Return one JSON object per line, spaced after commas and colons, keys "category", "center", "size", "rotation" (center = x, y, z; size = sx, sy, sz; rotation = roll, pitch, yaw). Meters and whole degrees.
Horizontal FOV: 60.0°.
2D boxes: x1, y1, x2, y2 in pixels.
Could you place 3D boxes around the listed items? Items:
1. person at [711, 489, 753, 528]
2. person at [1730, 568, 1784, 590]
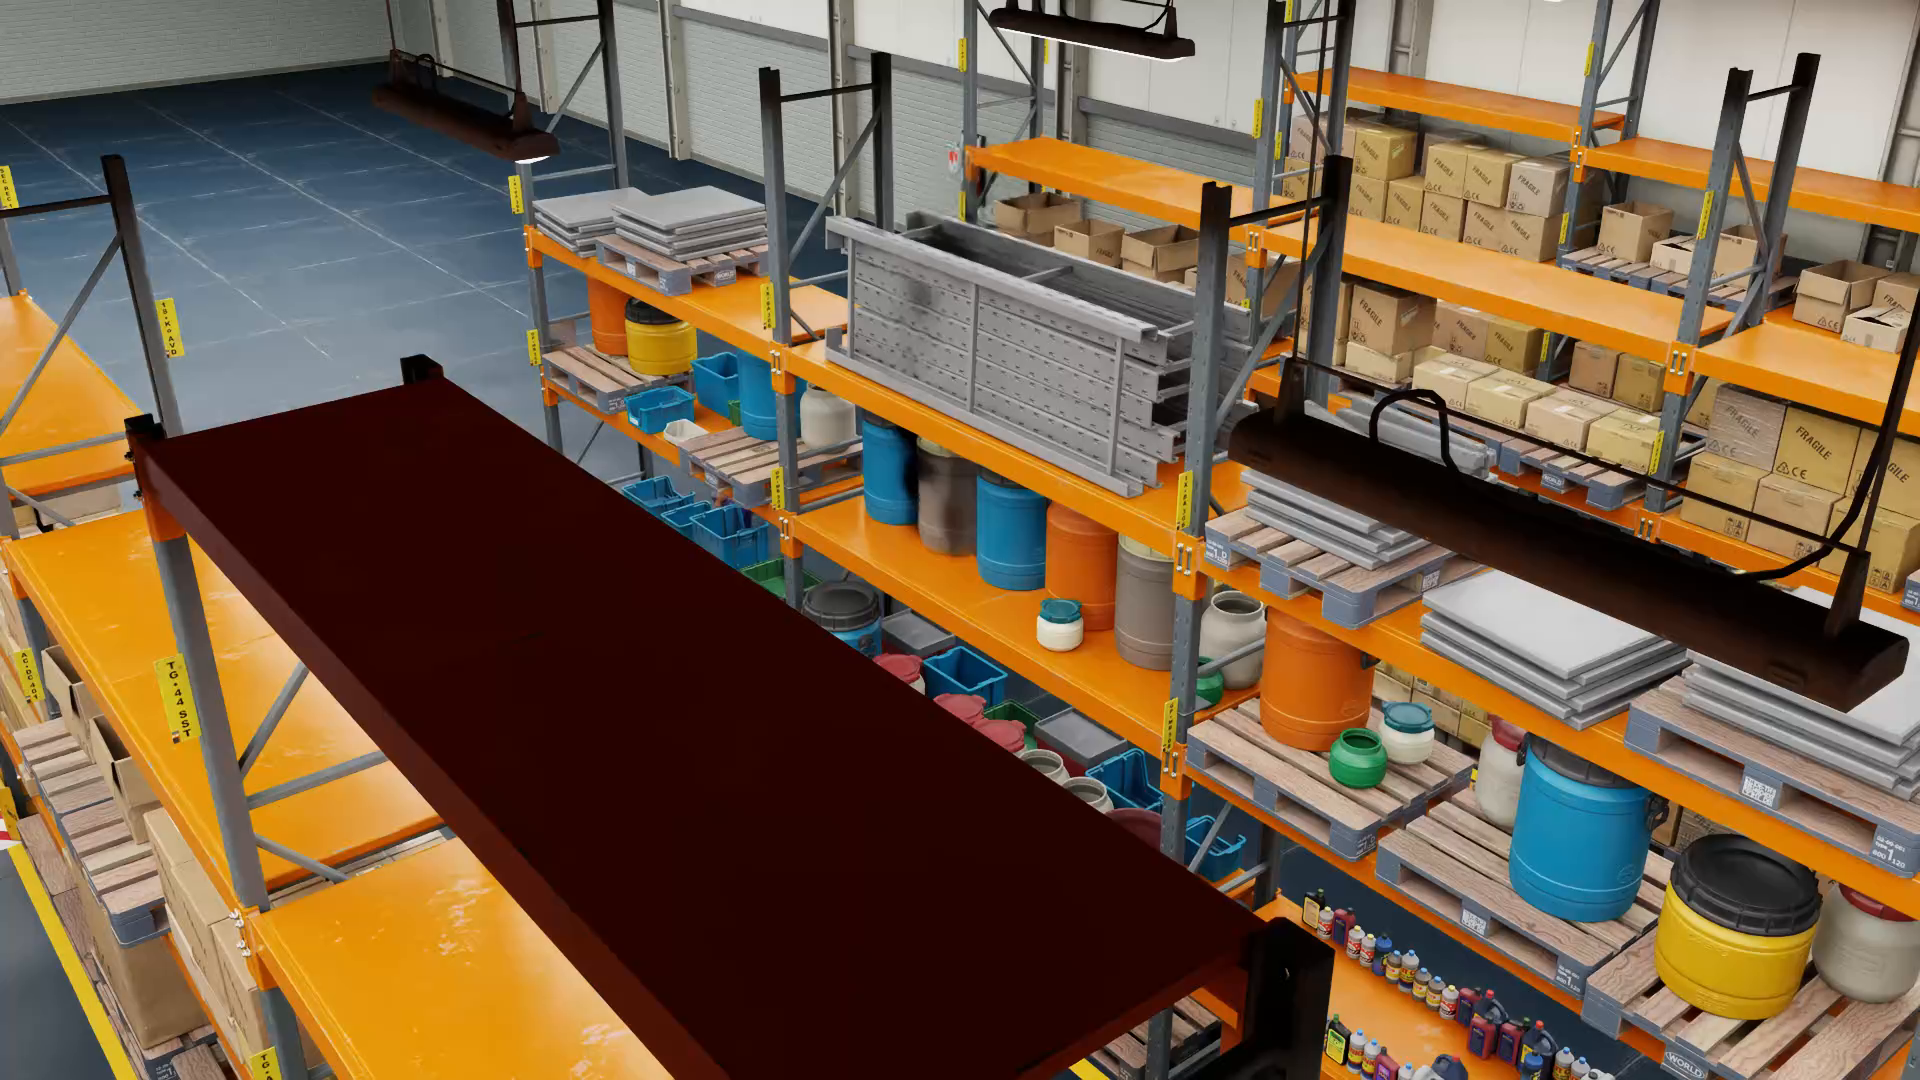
{"category": "person", "center": [-2.367, -0.296, 17.048], "size": [0.690, 1.700, 0.628], "rotation": [17, 31, 31]}
{"category": "person", "center": [6.865, 0.738, 14.761], "size": [0.564, 1.681, 0.908], "rotation": [-20, 33, -36]}
